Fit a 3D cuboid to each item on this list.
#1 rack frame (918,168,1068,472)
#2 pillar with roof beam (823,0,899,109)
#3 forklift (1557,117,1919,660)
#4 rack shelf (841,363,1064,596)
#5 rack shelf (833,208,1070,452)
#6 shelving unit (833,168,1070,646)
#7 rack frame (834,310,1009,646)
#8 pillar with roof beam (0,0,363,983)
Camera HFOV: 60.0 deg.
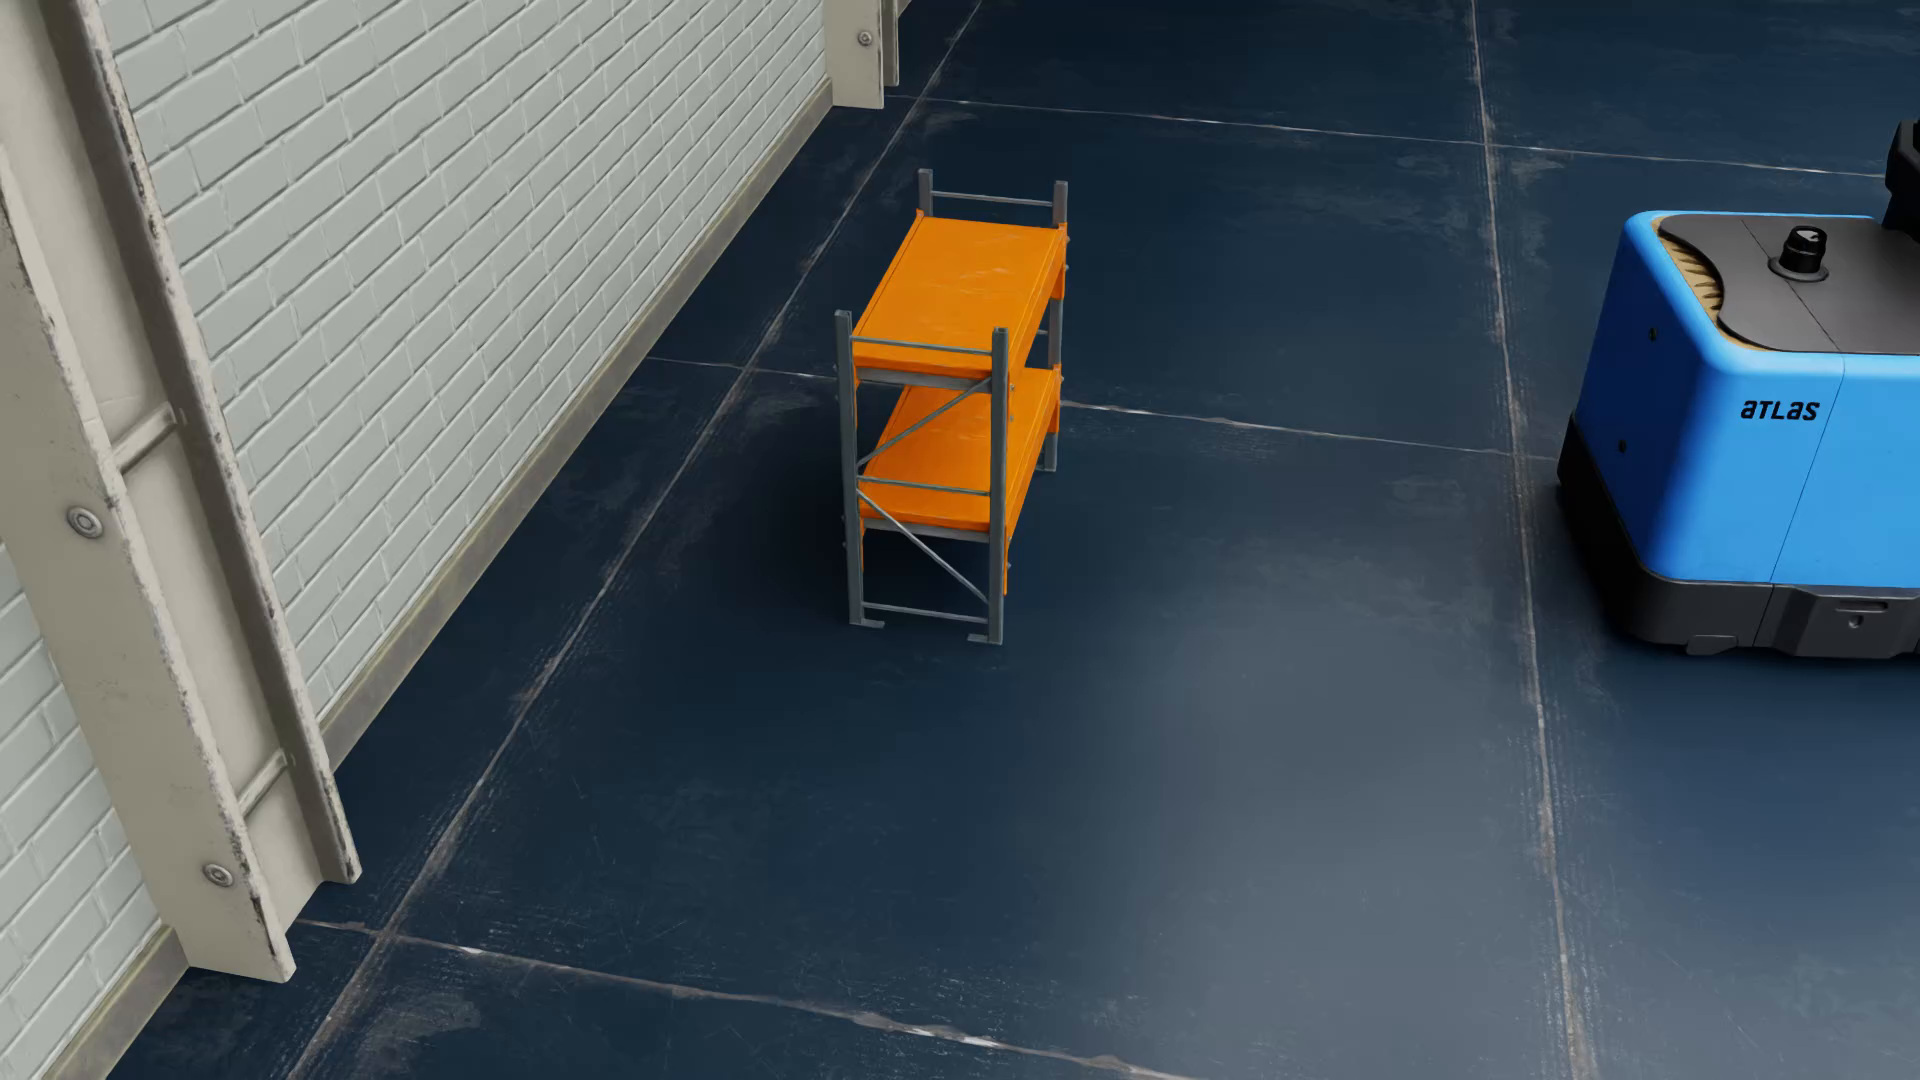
[{"bbox_3d":[0.107,-0.743,5.817,0.500,1.125,0.032,7,37,10],"label":"rack frame"},{"bbox_3d":[3.675,-5.556,5.747,9.100,9.000,0.400,7,37,10],"label":"pillar with roof beam"},{"bbox_3d":[3.625,-1.064,4.721,3.031,2.935,1.130,2,36,3],"label":"forklift"},{"bbox_3d":[-0.001,-0.254,5.558,0.538,0.278,1.000,7,37,10],"label":"rack shelf"},{"bbox_3d":[-0.001,-0.689,5.243,0.538,0.278,1.000,7,37,10],"label":"rack shelf"},{"bbox_3d":[-0.001,-0.452,5.415,0.538,1.125,1.048,7,37,10],"label":"shelving unit"},{"bbox_3d":[-0.110,-0.160,5.012,0.500,1.125,0.032,7,37,10],"label":"rack frame"},{"bbox_3d":[2.394,-2.116,1.001,9.100,9.000,0.400,7,37,10],"label":"pillar with roof beam"}]
